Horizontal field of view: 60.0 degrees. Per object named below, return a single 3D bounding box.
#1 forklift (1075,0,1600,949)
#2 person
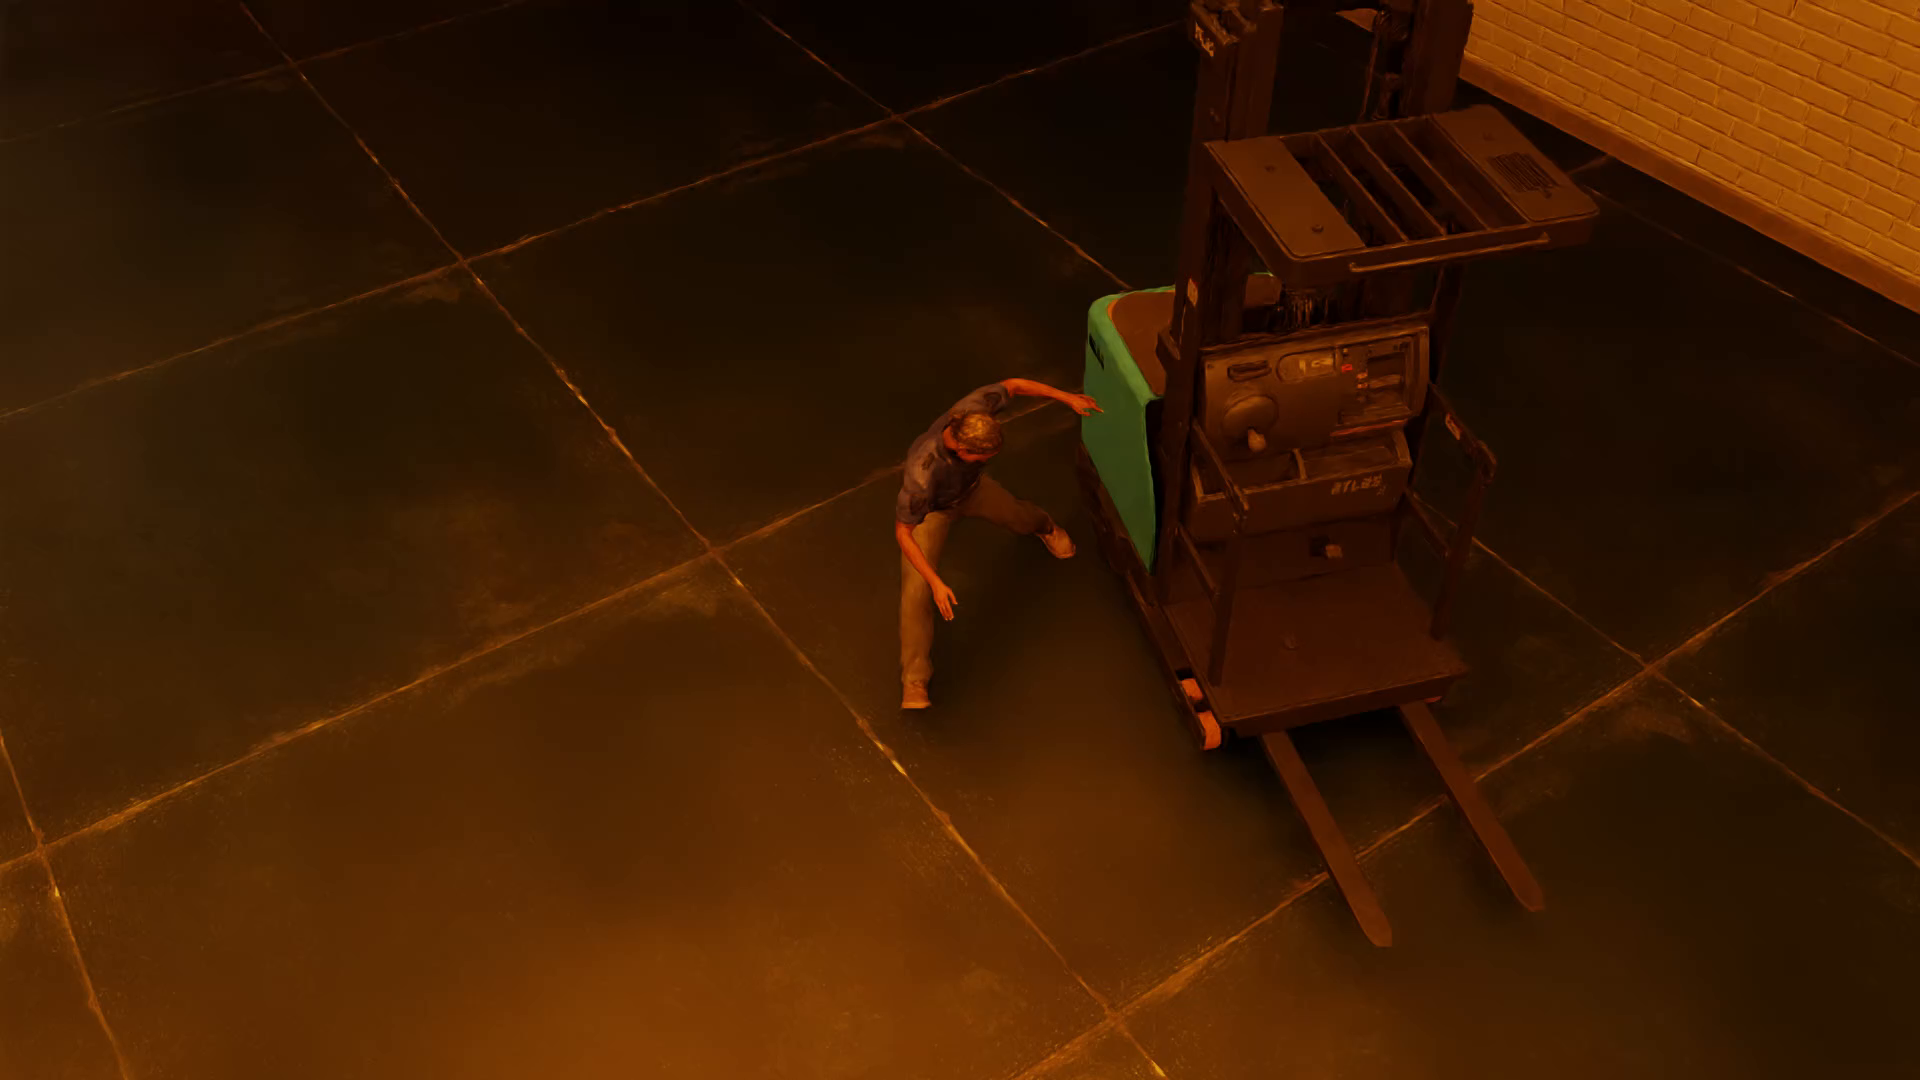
[{"bbox_3d":[1.433,-0.500,6.258,1.130,2.935,3.031,-10,44,-11],"label":"forklift"},{"bbox_3d":[0.104,-0.107,7.031,1.269,1.324,0.767,-26,48,-25],"label":"person"}]
